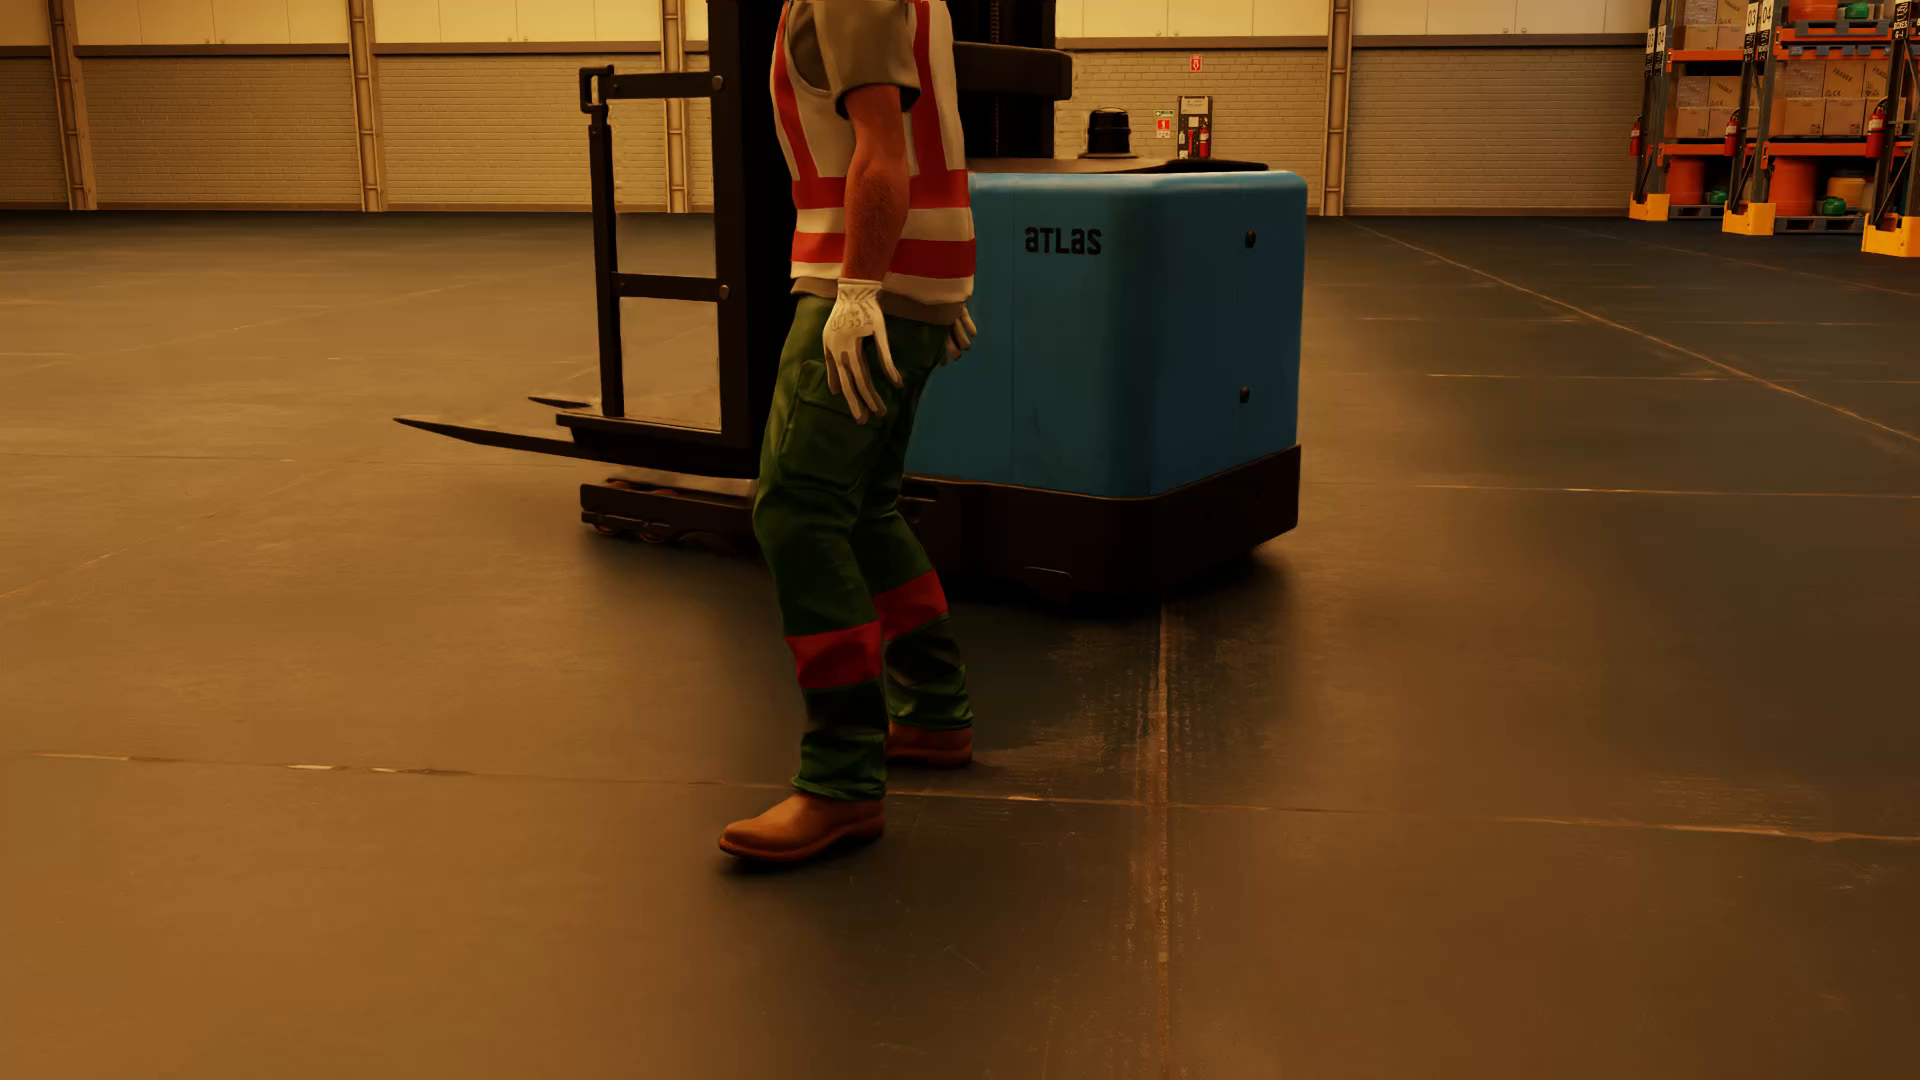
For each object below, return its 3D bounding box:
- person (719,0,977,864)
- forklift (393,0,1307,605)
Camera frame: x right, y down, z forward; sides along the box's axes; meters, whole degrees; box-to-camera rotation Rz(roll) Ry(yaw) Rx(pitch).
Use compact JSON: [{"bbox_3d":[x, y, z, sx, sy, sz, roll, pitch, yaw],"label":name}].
[{"bbox_3d":[-0.194,-0.412,2.872,0.435,1.748,0.856,1,13,4],"label":"person"},{"bbox_3d":[-0.532,-1.504,4.939,3.031,2.935,1.130,9,16,33],"label":"forklift"}]
